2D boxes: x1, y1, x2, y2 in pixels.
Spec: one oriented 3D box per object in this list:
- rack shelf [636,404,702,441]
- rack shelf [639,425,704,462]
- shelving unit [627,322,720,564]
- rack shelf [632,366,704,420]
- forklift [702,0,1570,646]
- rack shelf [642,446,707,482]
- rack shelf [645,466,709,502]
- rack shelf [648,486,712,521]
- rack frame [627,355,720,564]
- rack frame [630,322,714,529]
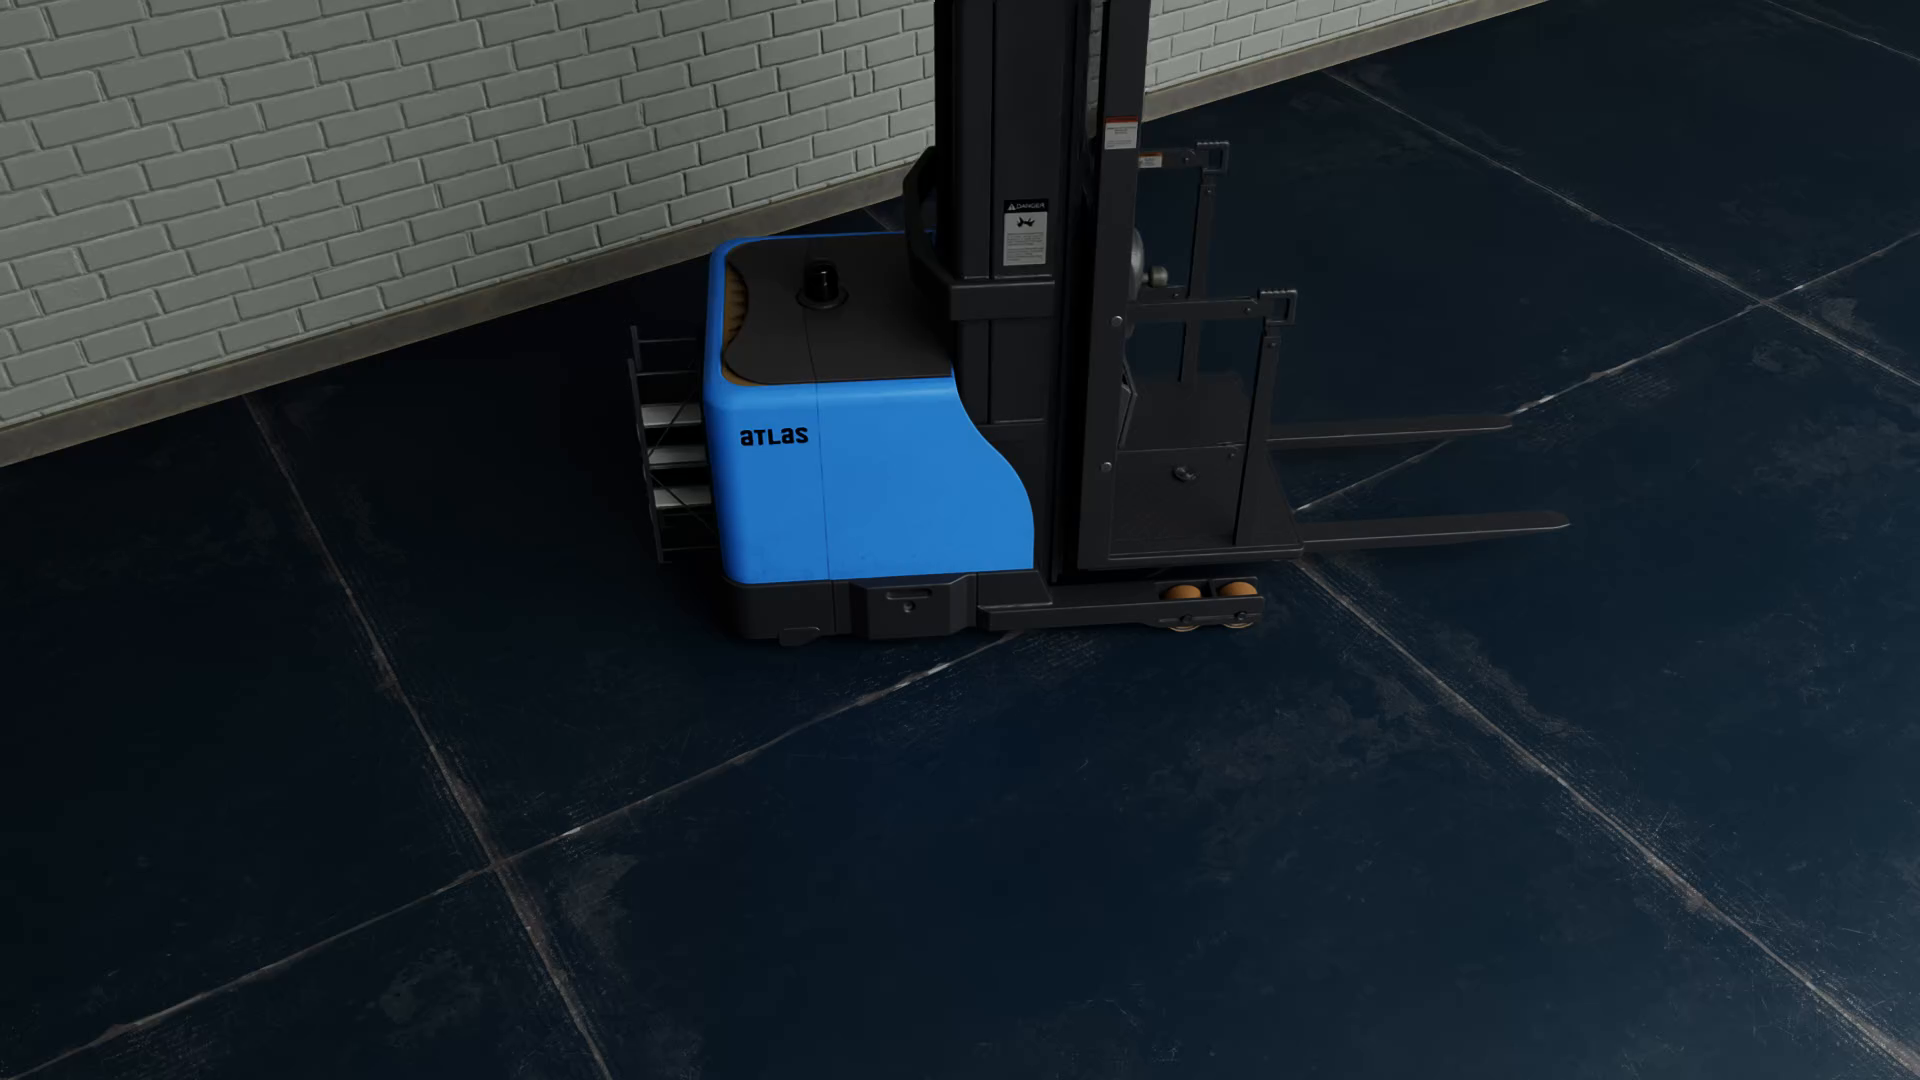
[{"bbox_3d":[-1.005,-0.445,5.852,0.258,0.077,0.200,-4,40,-5],"label":"rack shelf"},{"bbox_3d":[-1.005,-0.376,5.910,0.258,0.077,0.200,-4,40,-5],"label":"rack shelf"},{"bbox_3d":[-1.005,-0.333,5.946,0.258,0.900,0.210,-4,40,-5],"label":"shelving unit"},{"bbox_3d":[-1.005,-0.515,5.795,0.258,0.077,0.200,-4,40,-5],"label":"rack shelf"},{"bbox_3d":[0.656,-1.140,5.328,3.031,2.935,1.130,-3,40,-4],"label":"forklift"},{"bbox_3d":[-1.005,-0.307,5.968,0.258,0.077,0.200,-4,40,-5],"label":"rack shelf"},{"bbox_3d":[-1.005,-0.238,6.025,0.258,0.077,0.200,-4,40,-5],"label":"rack shelf"},{"bbox_3d":[-1.005,-0.169,6.083,0.258,0.077,0.200,-4,40,-5],"label":"rack shelf"},{"bbox_3d":[-0.995,-0.268,5.869,0.240,0.900,0.006,-4,40,-5],"label":"rack frame"},{"bbox_3d":[-1.016,-0.397,6.024,0.240,0.900,0.006,-4,40,-5],"label":"rack frame"}]
